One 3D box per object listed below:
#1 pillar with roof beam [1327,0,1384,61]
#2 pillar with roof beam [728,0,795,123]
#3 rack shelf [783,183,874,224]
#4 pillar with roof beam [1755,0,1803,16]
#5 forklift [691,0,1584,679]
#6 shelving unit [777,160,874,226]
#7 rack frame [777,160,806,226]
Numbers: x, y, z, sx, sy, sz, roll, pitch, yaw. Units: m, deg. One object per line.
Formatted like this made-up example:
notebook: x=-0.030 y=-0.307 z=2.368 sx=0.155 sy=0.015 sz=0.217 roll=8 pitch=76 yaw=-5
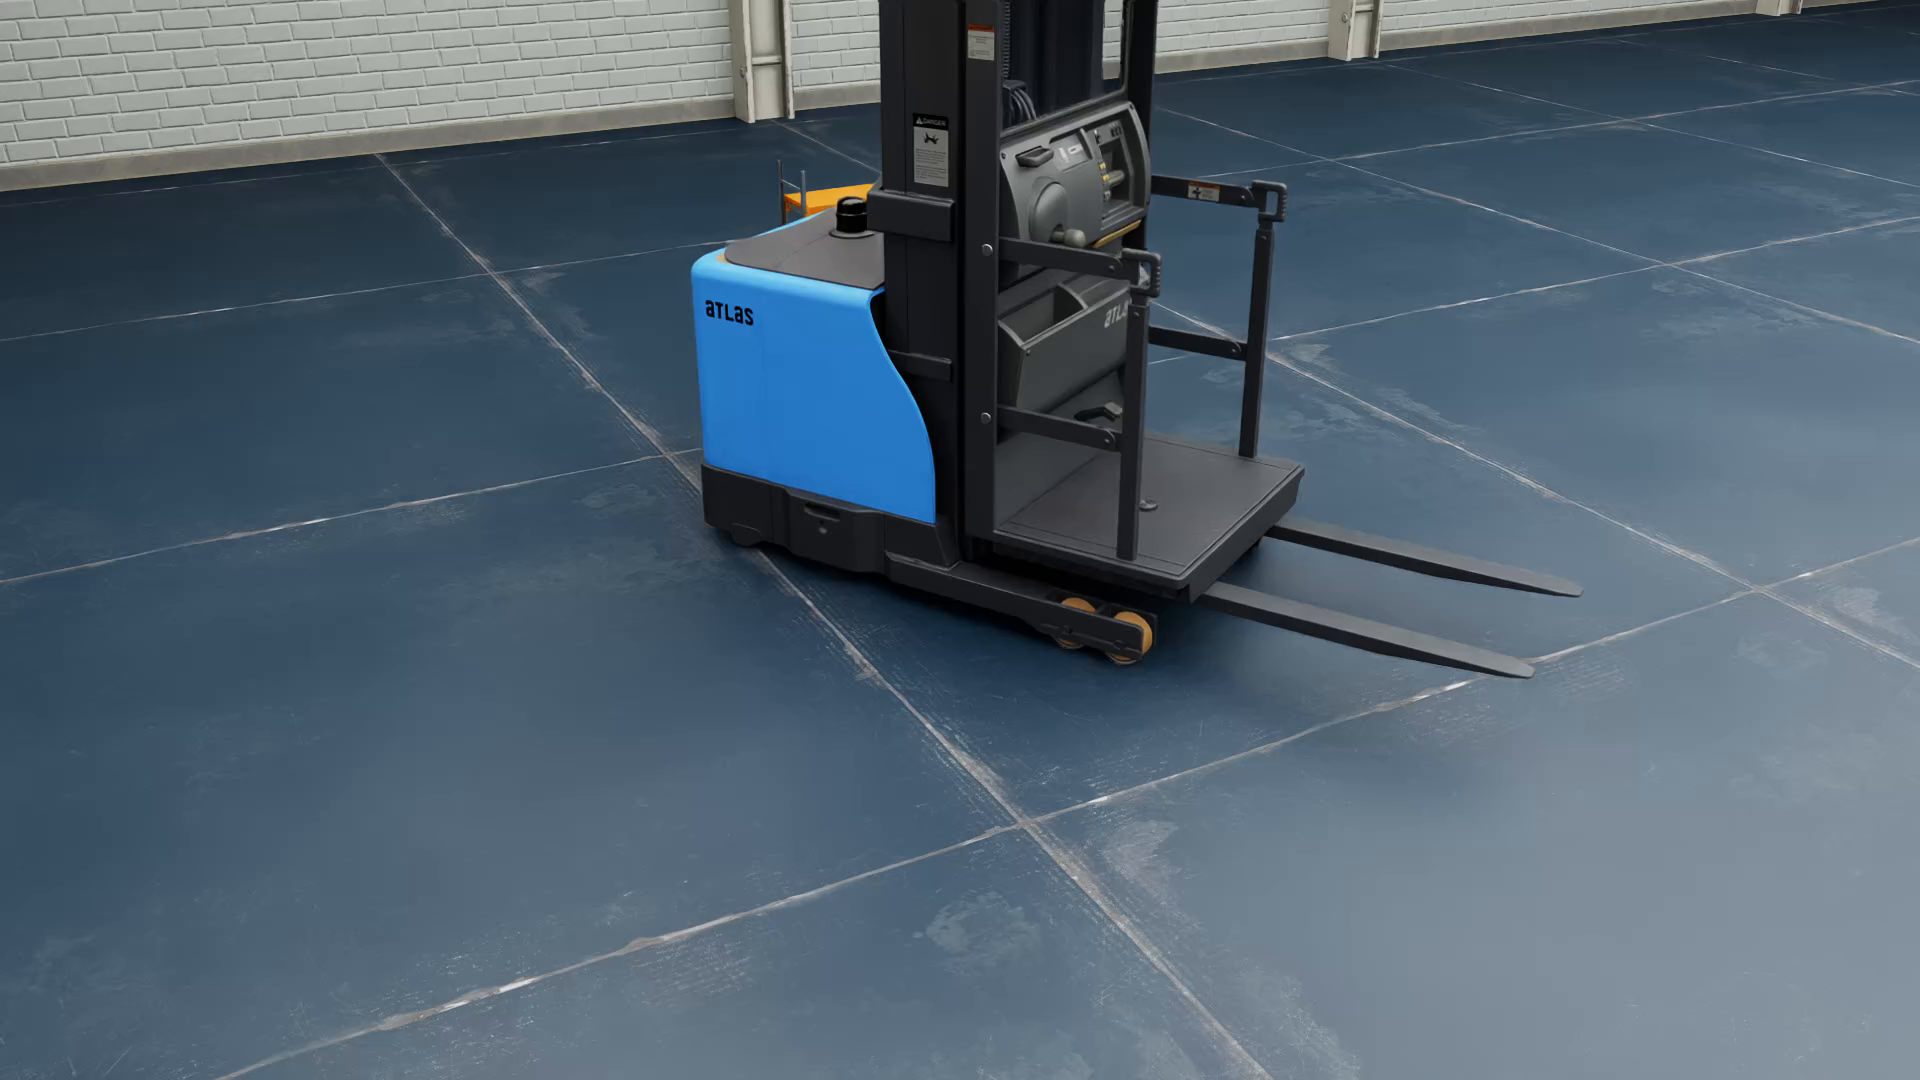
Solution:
pillar with roof beam: x=5.759 y=-7.015 z=10.464 sx=0.400 sy=9.000 sz=9.100 roll=-13 pitch=29 yaw=-25
pillar with roof beam: x=0.464 y=-5.793 z=7.919 sx=0.400 sy=9.000 sz=9.100 roll=-13 pitch=29 yaw=-25
rack shelf: x=-0.451 y=-1.338 z=6.740 sx=0.480 sy=0.148 sz=0.258 roll=-13 pitch=28 yaw=-26
pillar with roof beam: x=11.053 y=-8.237 z=13.009 sx=0.400 sy=9.000 sz=9.100 roll=-13 pitch=29 yaw=-25
forklift: x=0.562 y=-1.180 z=5.322 sx=3.031 sy=2.935 sz=1.130 roll=15 pitch=29 yaw=28
shelving unit: x=-0.449 y=-0.983 z=6.907 sx=0.503 sy=1.200 sz=0.258 roll=-13 pitch=28 yaw=-26
rack frame: x=-0.663 y=-0.932 z=6.801 sx=0.015 sy=1.200 sz=0.240 roll=-13 pitch=28 yaw=-26
